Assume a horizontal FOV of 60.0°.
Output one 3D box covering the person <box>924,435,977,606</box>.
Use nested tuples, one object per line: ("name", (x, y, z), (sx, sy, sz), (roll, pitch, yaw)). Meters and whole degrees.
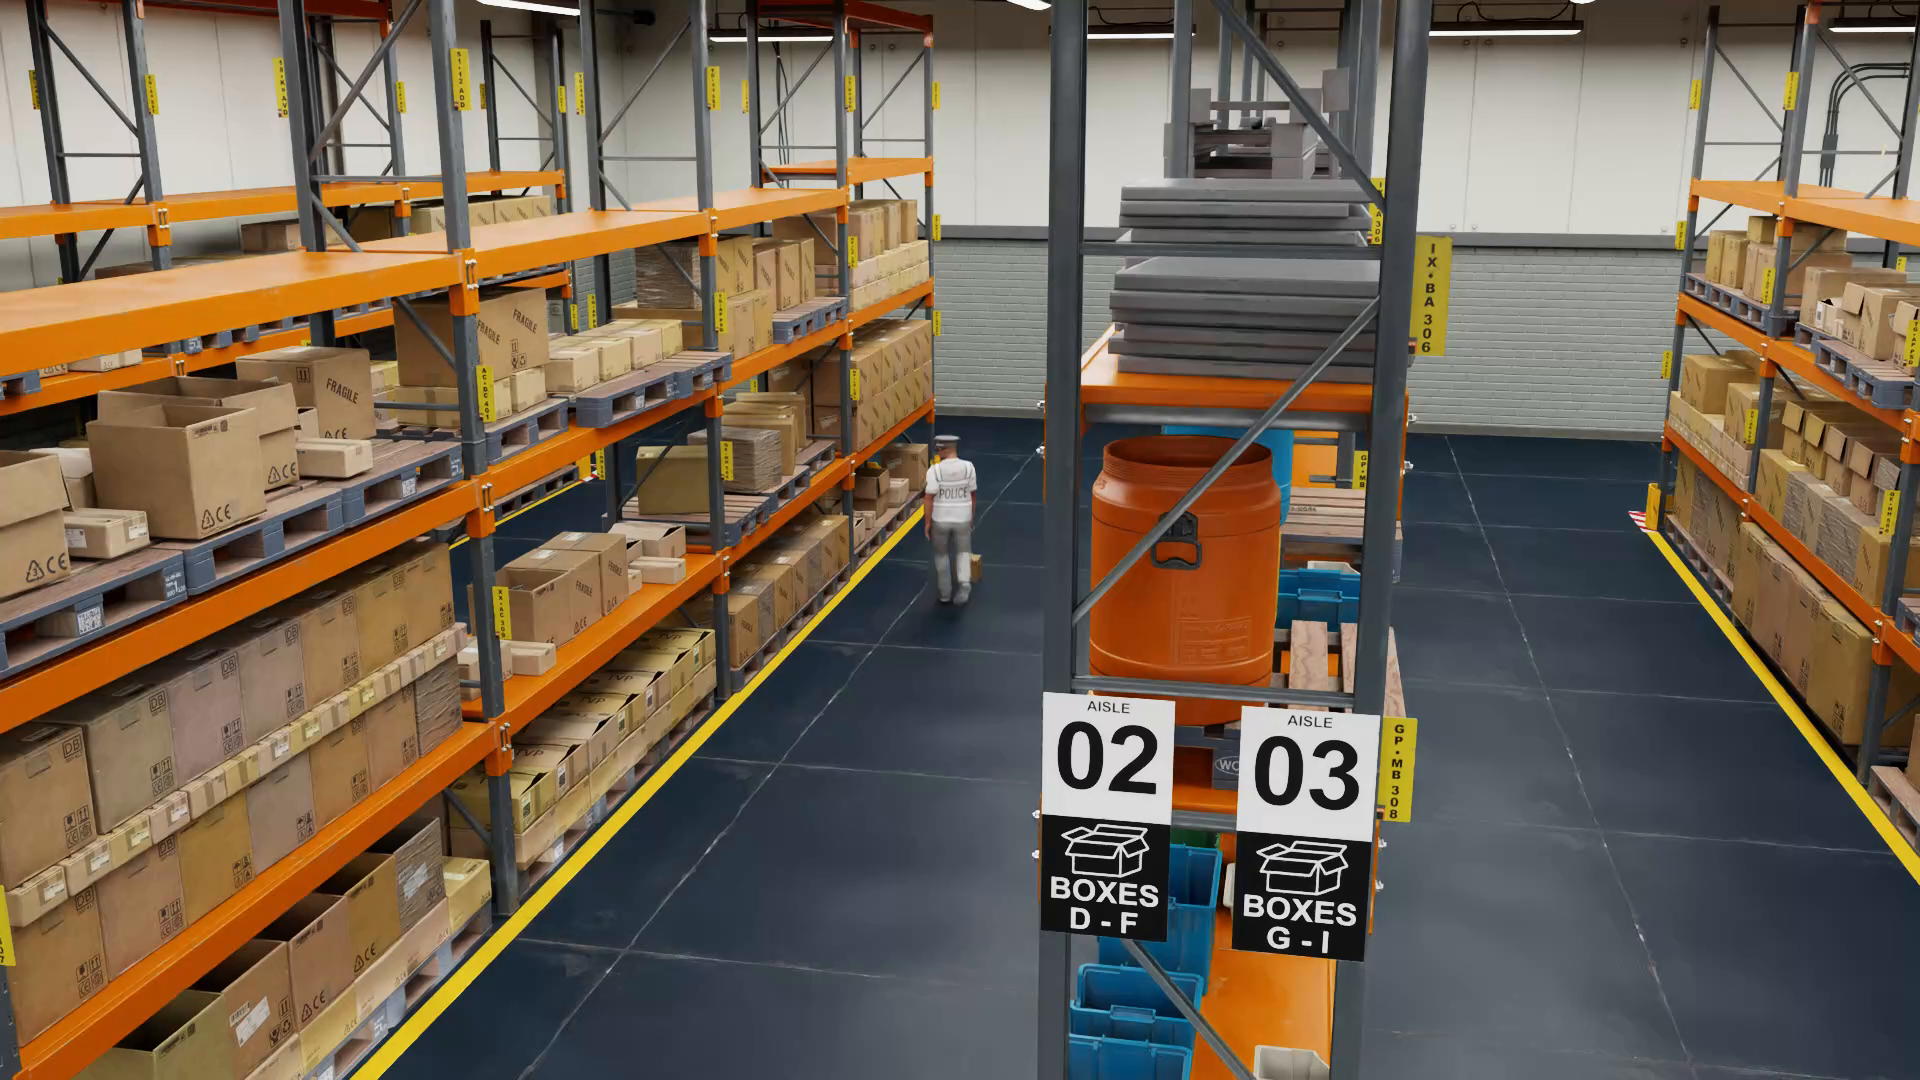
("person", (-0.096, -0.185, 16.694), (0.547, 1.742, 0.722), (-2, 15, -8))
